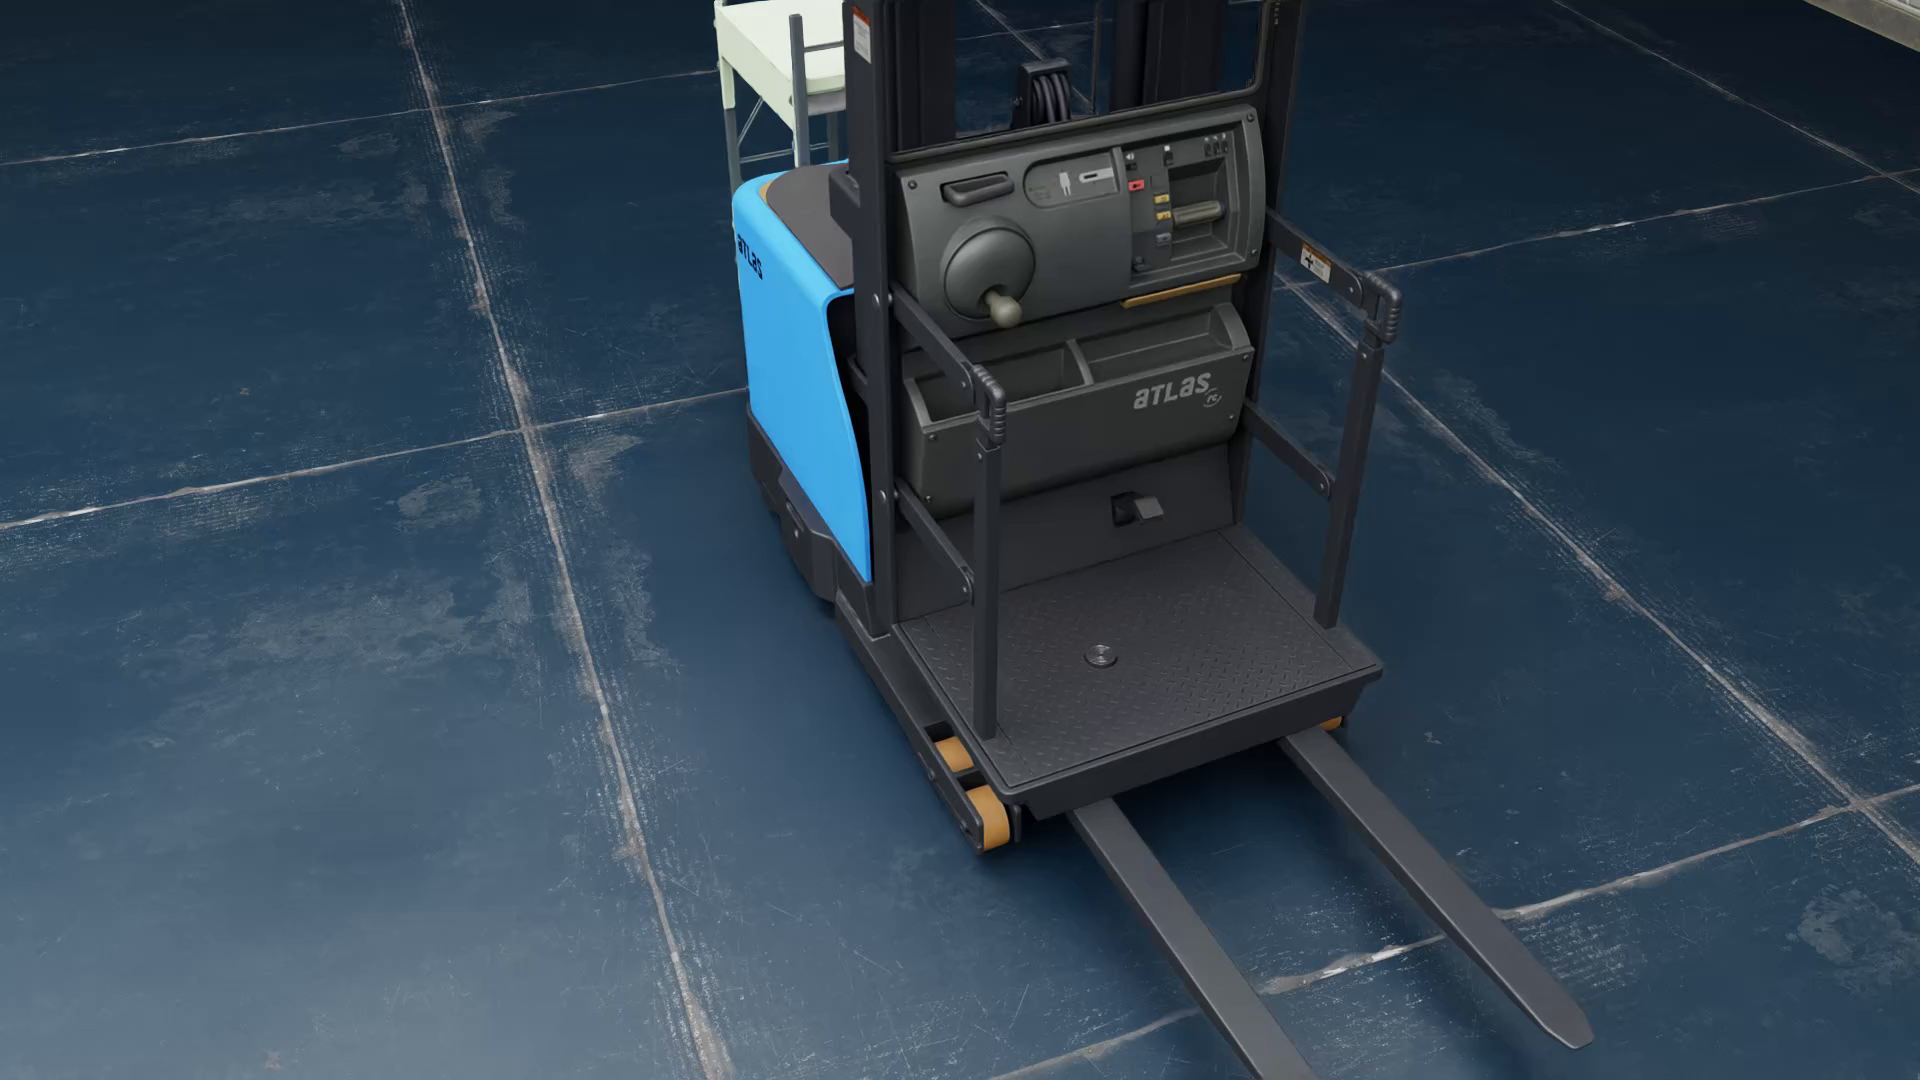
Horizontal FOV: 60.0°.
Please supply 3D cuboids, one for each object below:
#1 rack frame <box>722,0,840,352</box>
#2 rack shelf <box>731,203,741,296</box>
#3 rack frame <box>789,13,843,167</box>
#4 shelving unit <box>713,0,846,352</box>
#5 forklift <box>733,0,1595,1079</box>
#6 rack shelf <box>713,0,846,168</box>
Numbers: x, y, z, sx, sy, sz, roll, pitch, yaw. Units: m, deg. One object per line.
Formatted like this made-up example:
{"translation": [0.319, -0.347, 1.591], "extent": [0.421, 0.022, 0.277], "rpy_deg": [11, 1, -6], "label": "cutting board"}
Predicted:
{"translation": [-0.611, -1.344, 5.788], "extent": [0.400, 1.500, 0.023], "rpy_deg": [-16, 40, -20], "label": "rack frame"}
{"translation": [-0.458, -0.884, 5.719], "extent": [0.431, 0.370, 0.720], "rpy_deg": [-16, 40, -20], "label": "rack shelf"}
{"translation": [-0.304, -0.945, 5.258], "extent": [0.400, 1.500, 0.023], "rpy_deg": [-16, 40, -20], "label": "rack frame"}
{"translation": [-0.458, -1.145, 5.523], "extent": [0.431, 1.500, 0.755], "rpy_deg": [-16, 40, -20], "label": "shelving unit"}
{"translation": [0.395, -0.686, 3.725], "extent": [1.130, 2.935, 3.031], "rpy_deg": [-16, 40, -20], "label": "forklift"}
{"translation": [-0.458, -1.456, 5.288], "extent": [0.431, 0.370, 0.720], "rpy_deg": [-16, 40, -20], "label": "rack shelf"}
